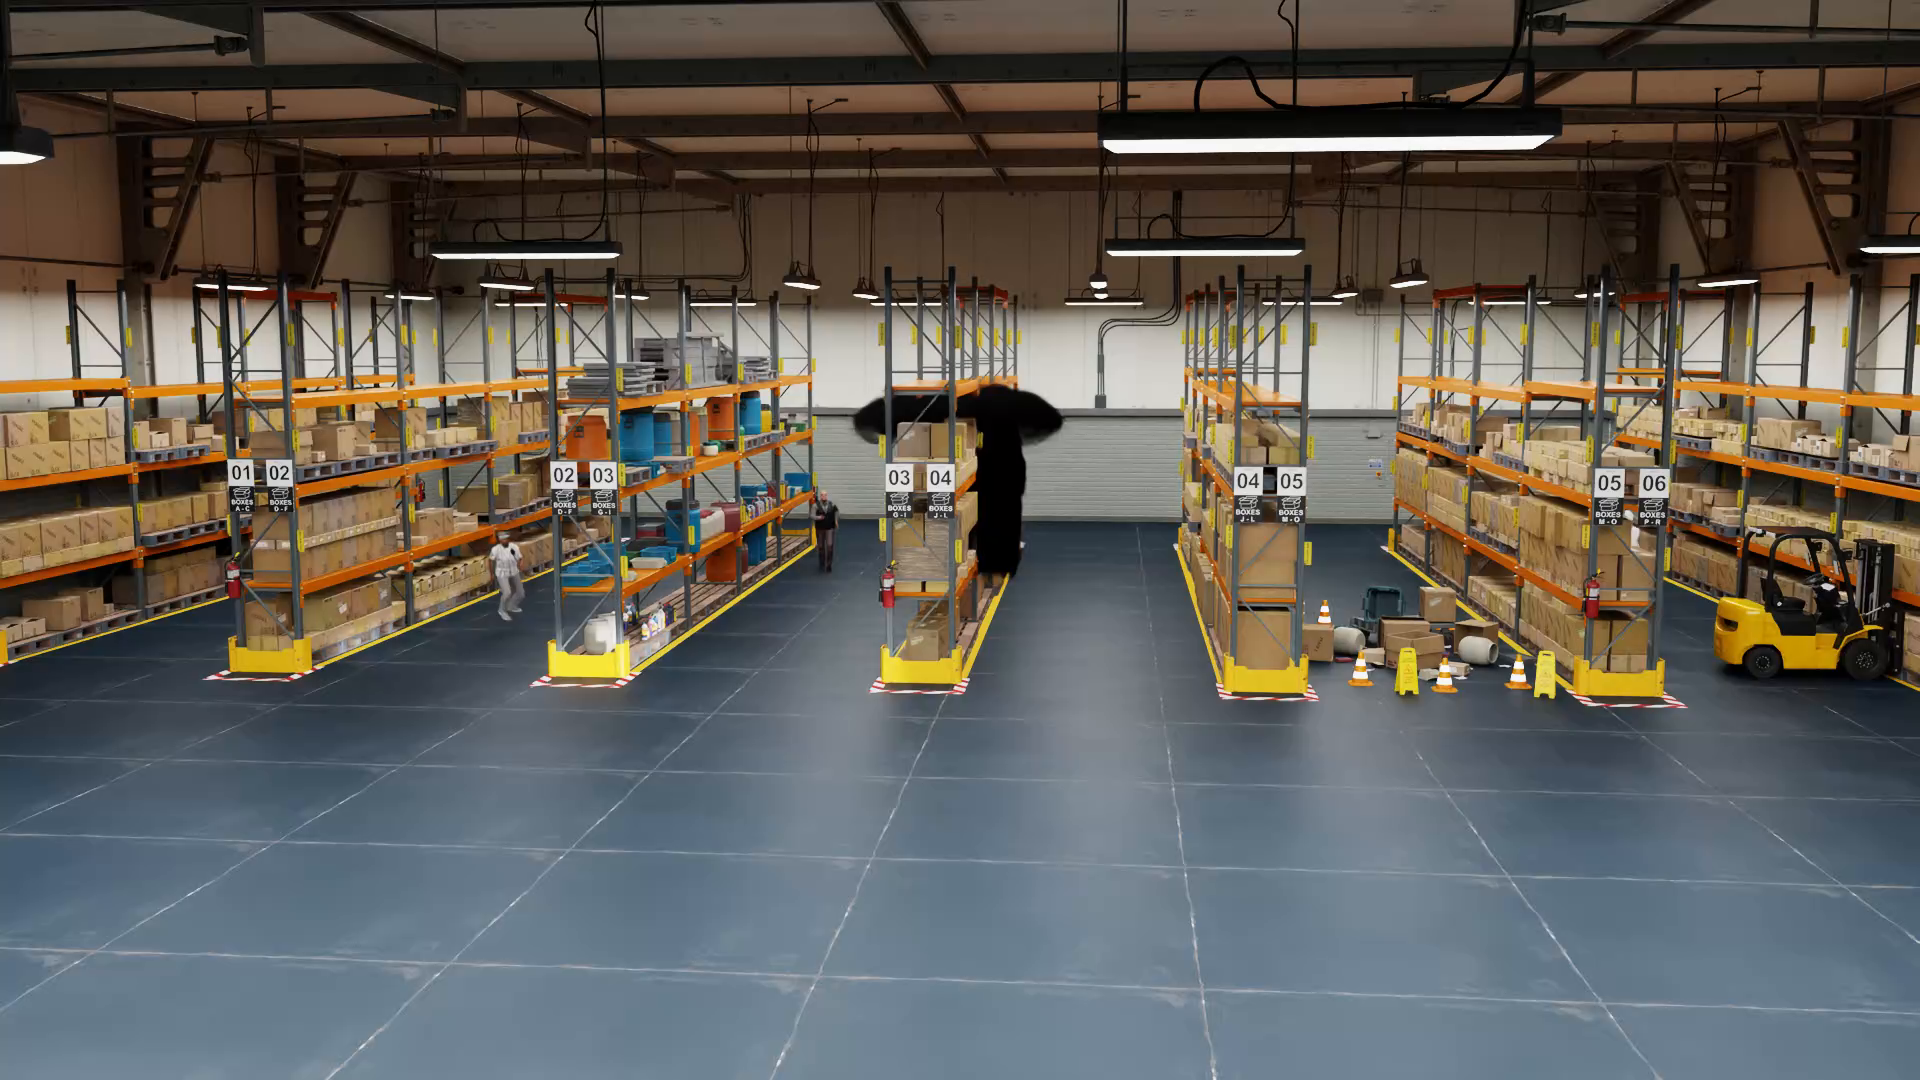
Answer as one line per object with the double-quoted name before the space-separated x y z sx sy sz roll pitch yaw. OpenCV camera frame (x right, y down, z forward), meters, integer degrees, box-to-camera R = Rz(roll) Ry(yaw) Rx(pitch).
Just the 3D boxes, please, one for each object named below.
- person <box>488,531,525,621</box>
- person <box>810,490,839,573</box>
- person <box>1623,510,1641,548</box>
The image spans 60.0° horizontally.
"person" -7.664 0.591 28.337 0.604 1.540 0.797 -6 9 -43
"person" -2.907 -0.185 35.714 0.618 1.782 0.851 -1 7 -4
"person" 12.593 0.332 31.346 0.653 1.766 0.967 -1 7 -6
